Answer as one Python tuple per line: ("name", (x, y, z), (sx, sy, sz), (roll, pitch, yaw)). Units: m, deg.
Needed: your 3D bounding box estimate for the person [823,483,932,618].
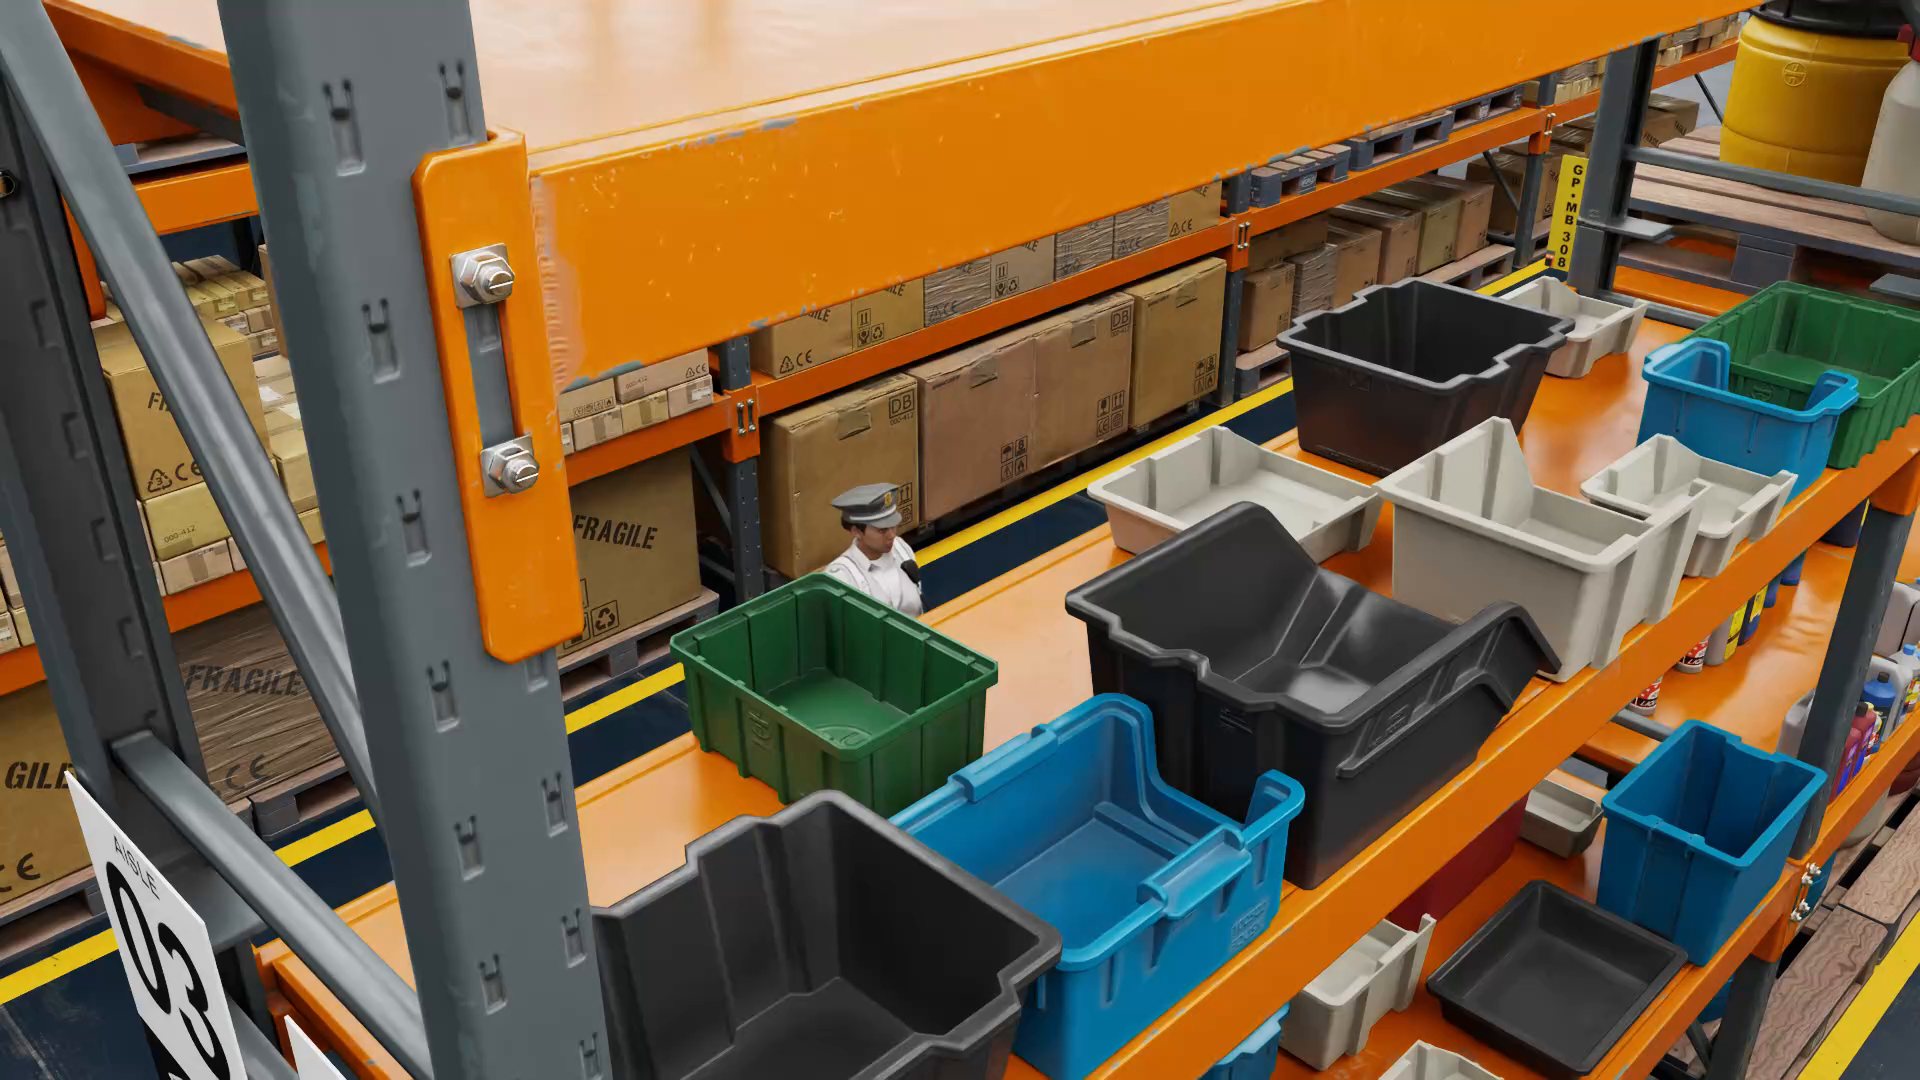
("person", (-0.309, 0.565, 6.593), (0.470, 1.728, 0.361), (-24, 36, -38))
